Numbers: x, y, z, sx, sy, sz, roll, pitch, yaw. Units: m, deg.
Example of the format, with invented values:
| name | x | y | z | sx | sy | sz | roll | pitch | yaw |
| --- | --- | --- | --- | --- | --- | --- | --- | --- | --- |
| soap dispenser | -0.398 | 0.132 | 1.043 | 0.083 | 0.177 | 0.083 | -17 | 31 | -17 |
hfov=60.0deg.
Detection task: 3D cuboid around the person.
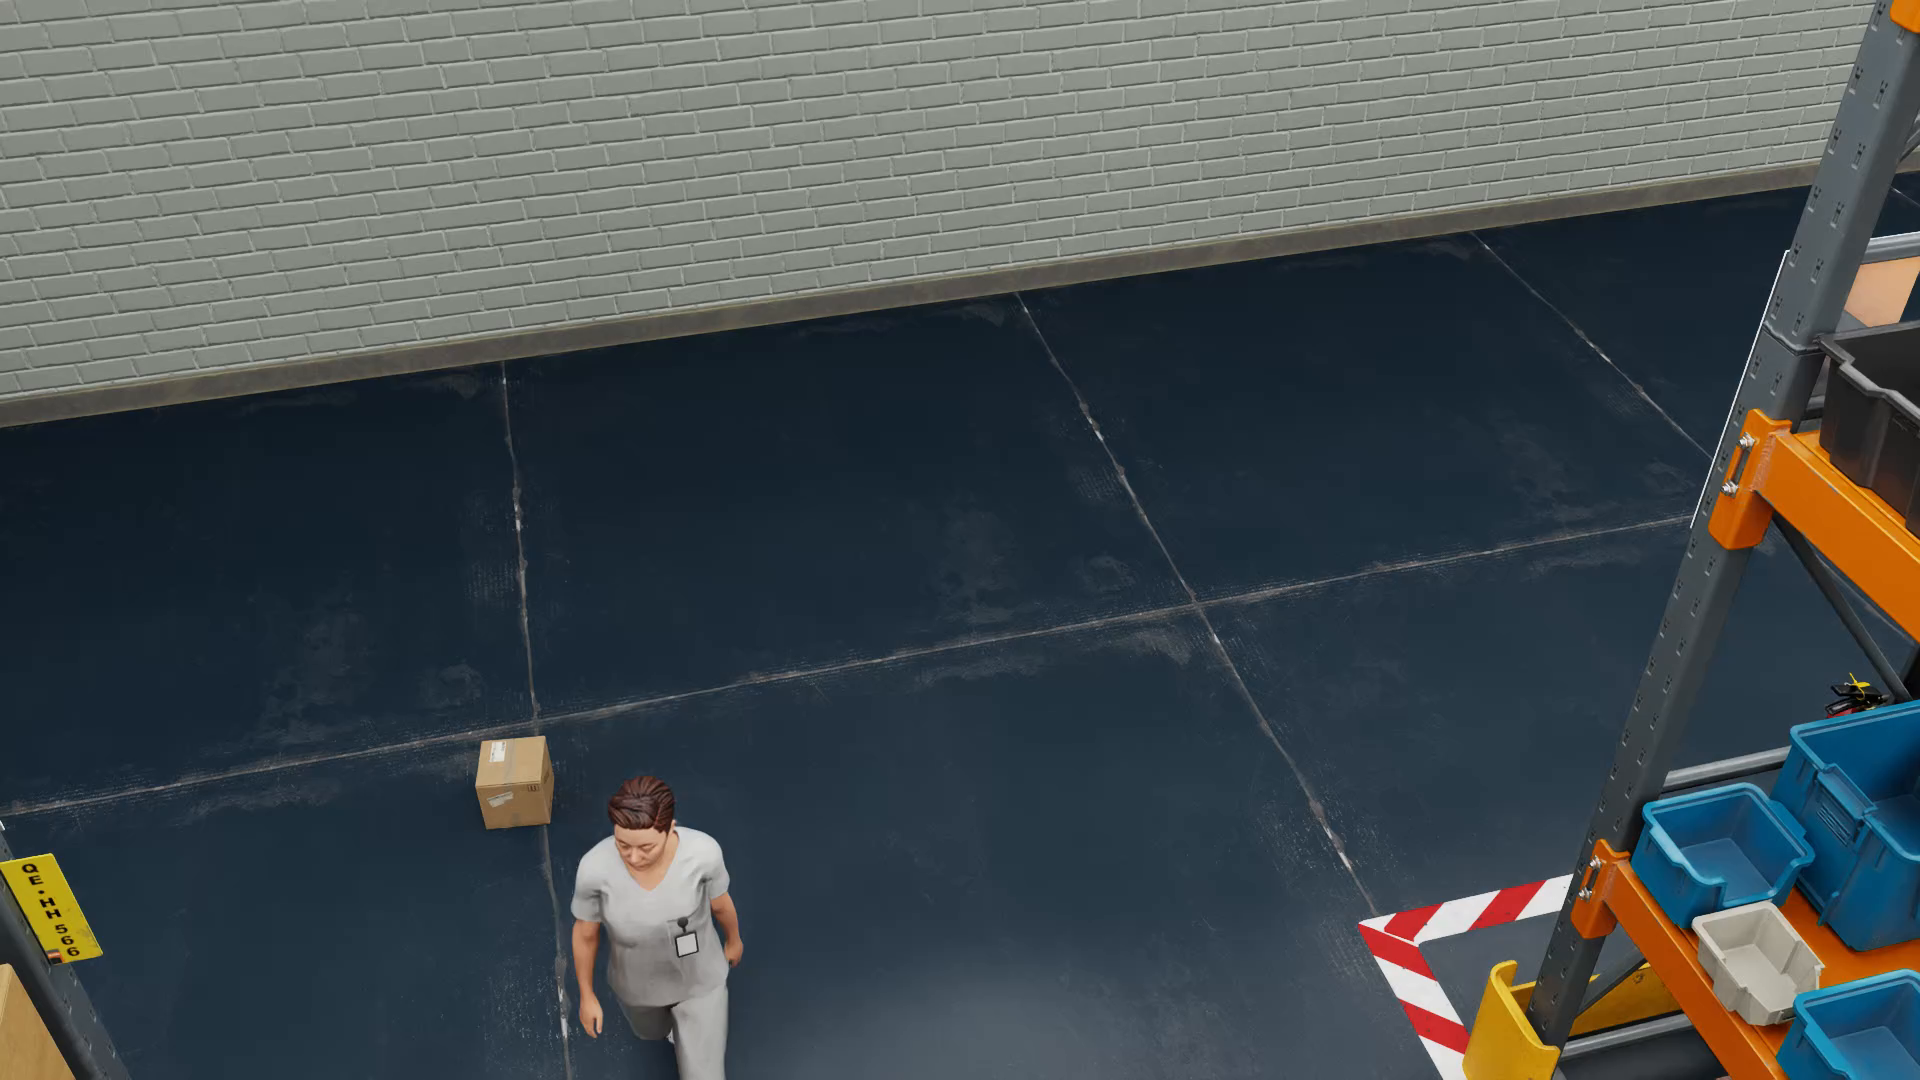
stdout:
| name | x | y | z | sx | sy | sz | roll | pitch | yaw |
| --- | --- | --- | --- | --- | --- | --- | --- | --- | --- |
| person | -0.914 | 1.300 | 5.074 | 0.486 | 1.629 | 1.007 | -3 | 38 | -3 |
